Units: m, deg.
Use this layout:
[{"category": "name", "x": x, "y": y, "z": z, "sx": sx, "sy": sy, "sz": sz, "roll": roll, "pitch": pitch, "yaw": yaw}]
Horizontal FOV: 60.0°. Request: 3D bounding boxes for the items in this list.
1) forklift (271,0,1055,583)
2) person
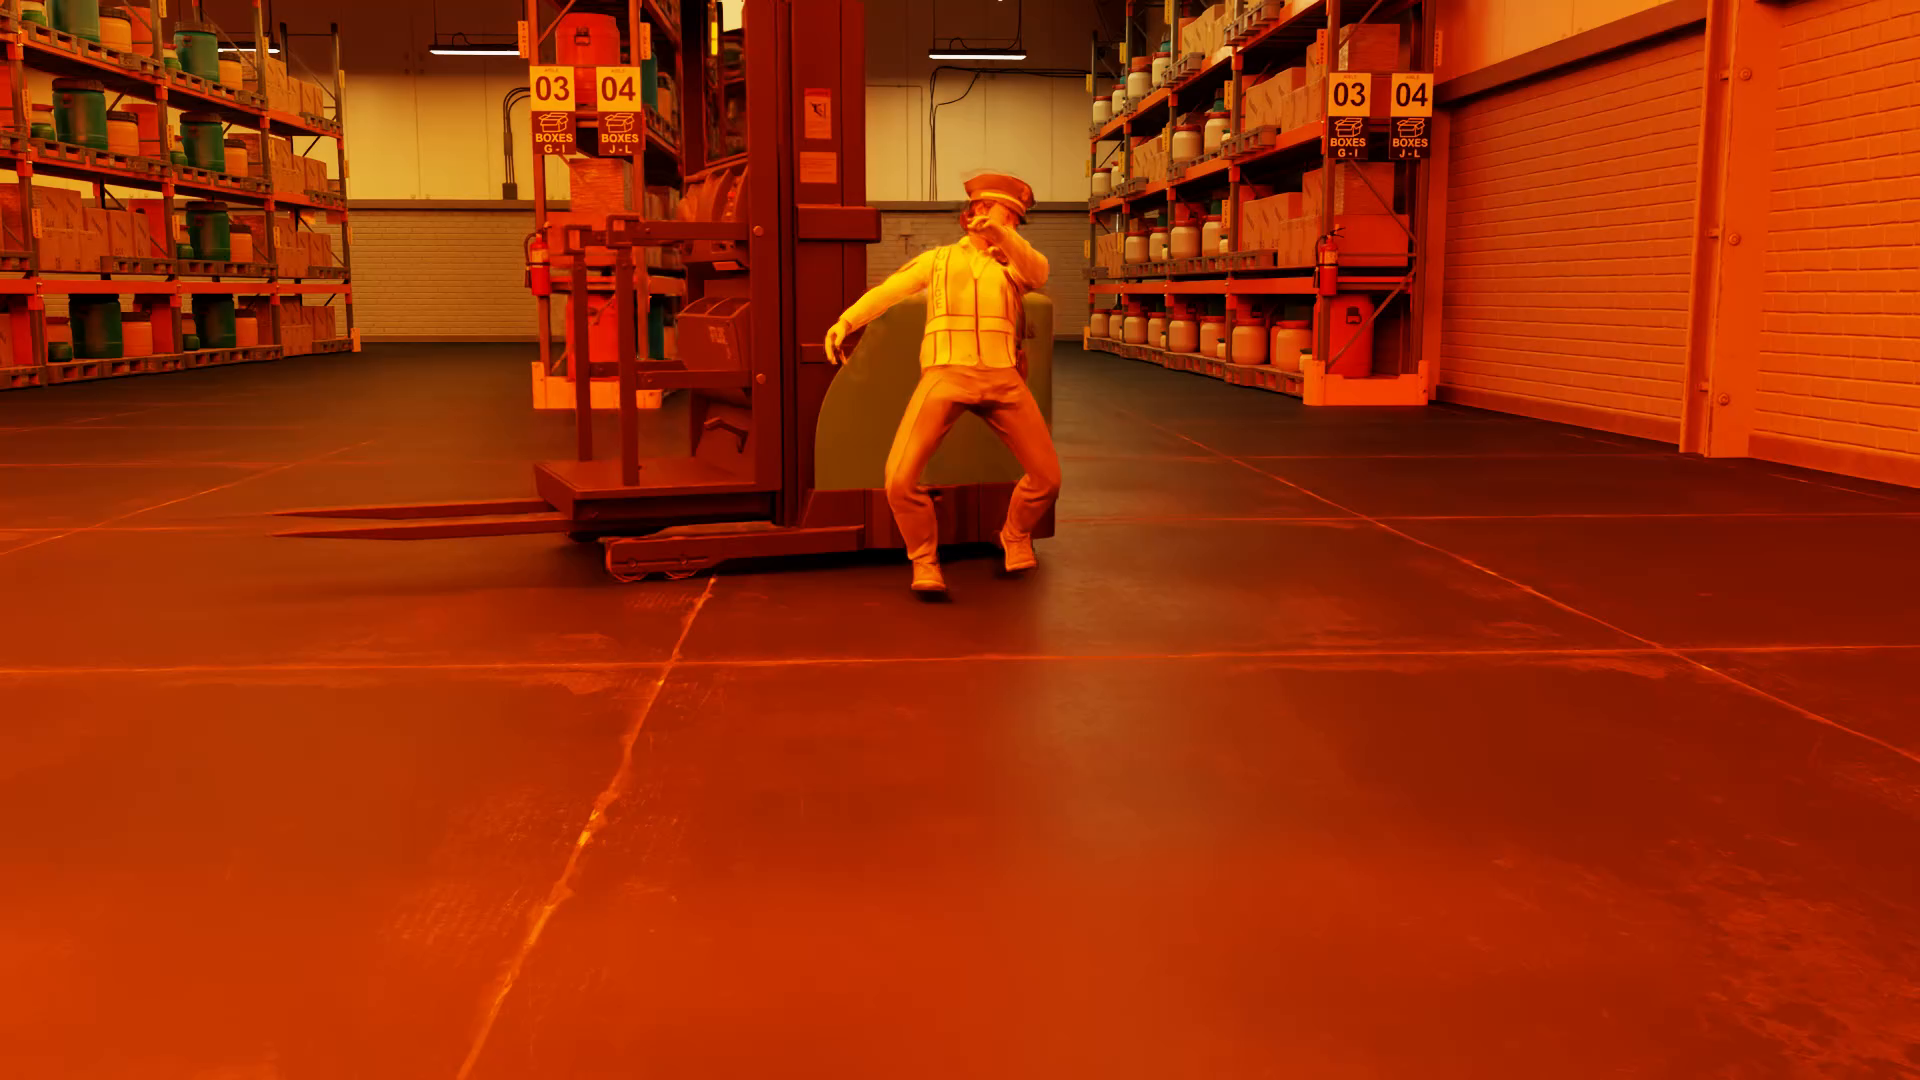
[{"category": "forklift", "x": -1.174, "y": -1.378, "z": 6.608, "sx": 3.031, "sy": 2.935, "sz": 1.130, "roll": -3, "pitch": 9, "yaw": -22}, {"category": "person", "x": -0.053, "y": -0.562, "z": 5.899, "sx": 0.885, "sy": 1.476, "sz": 0.768, "roll": -3, "pitch": 9, "yaw": -17}]
